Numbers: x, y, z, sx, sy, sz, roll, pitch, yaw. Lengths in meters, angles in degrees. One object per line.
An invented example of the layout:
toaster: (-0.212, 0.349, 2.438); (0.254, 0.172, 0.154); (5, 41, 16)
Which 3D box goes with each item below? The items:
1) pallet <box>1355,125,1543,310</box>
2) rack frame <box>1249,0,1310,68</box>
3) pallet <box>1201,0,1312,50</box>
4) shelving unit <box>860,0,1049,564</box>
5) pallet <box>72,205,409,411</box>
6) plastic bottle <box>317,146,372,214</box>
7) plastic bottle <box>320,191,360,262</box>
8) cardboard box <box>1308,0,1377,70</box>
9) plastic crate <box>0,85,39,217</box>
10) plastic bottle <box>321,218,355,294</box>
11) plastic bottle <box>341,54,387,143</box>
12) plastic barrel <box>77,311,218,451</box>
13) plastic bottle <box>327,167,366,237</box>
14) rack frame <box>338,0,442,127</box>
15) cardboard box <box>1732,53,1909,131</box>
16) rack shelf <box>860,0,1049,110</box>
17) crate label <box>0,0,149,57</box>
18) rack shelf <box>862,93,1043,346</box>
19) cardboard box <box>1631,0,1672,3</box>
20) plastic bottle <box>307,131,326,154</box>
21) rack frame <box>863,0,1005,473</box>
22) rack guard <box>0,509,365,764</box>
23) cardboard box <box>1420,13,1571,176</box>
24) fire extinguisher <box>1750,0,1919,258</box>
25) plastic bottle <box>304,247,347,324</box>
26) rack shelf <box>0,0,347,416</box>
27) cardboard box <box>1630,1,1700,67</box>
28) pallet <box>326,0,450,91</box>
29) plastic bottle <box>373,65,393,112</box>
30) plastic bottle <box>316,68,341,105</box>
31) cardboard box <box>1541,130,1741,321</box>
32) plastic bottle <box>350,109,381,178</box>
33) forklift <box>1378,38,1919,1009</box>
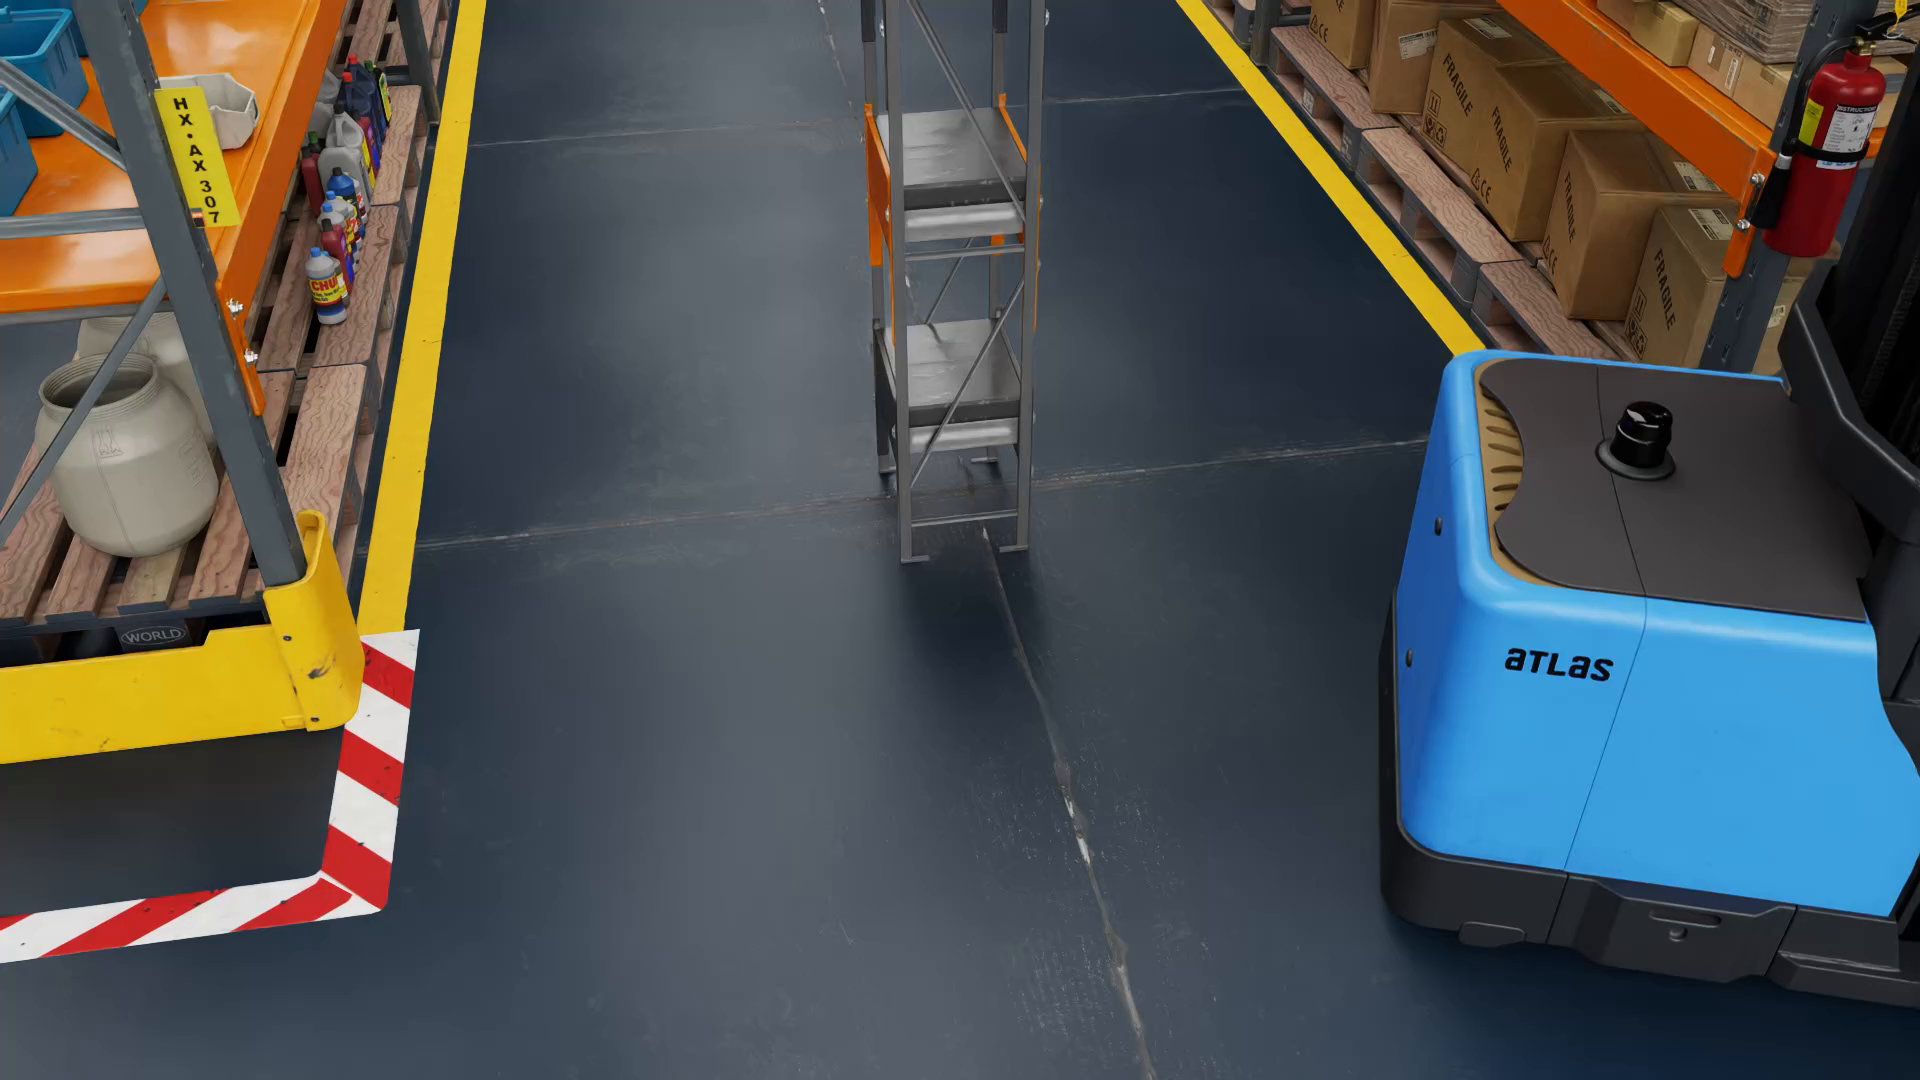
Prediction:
pallet: (2.327, -1.380, 6.854); (1.003, 0.211, 1.213); (-6, 38, -8)
rack frame: (1.958, -3.621, 7.466); (1.000, 3.000, 0.127); (-6, 38, -8)
pallet: (1.820, -2.990, 8.927); (1.003, 0.211, 1.213); (-6, 38, -8)
shelving unit: (-0.029, -0.929, 4.735); (0.431, 2.100, 0.503); (-6, 38, -8)
pallet: (-2.625, -0.839, 6.158); (1.003, 0.211, 1.213); (-6, 38, -8)
plastic bottle: (-2.407, -1.419, 6.493); (0.152, 0.276, 0.135); (-6, 38, -7)
plastic bottle: (-2.306, -1.165, 6.170); (0.097, 0.271, 0.097); (0, 38, 0)
cardboard box: (1.988, -2.554, 7.788); (0.500, 0.500, 0.500); (-7, 38, -9)
plastic crate: (-2.600, -0.884, 4.064); (0.499, 0.251, 0.616); (-6, 38, -8)
plastic bottle: (-2.250, -1.041, 6.000); (0.061, 0.283, 0.133); (-6, 38, -7)
plastic bottle: (-2.522, -1.858, 6.997); (0.144, 0.351, 0.185); (-7, 38, -9)
plastic barrel: (-2.496, -0.548, 5.196); (0.421, 0.512, 0.421); (0, 38, 0)
plastic bottle: (-2.342, -1.287, 6.327); (0.097, 0.271, 0.097); (0, 38, 0)
rack frame: (-2.919, -3.089, 6.781); (1.000, 3.000, 0.127); (-6, 38, -8)
cardboard box: (2.406, -1.256, 4.626); (0.380, 0.149, 0.250); (-6, 38, -8)
rack shelf: (-0.029, -1.471, 4.313); (0.431, 0.518, 0.480); (-6, 38, -8)
crate label: (-2.806, -1.769, 5.053); (0.502, 0.435, 0.616); (-6, 38, -8)
rack shelf: (-0.029, -0.918, 4.743); (0.431, 0.518, 0.480); (-6, 38, -8)
cardboard box: (2.384, -1.986, 5.038); (0.875, 0.500, 0.500); (-6, 38, -8)
plastic bottle: (-2.528, -1.494, 6.584); (0.061, 0.283, 0.133); (-6, 38, -8)
rack frame: (-0.072, -1.077, 4.924); (0.400, 2.100, 0.015); (-6, 38, -8)
rack guard: (-2.277, 0.274, 4.490); (1.175, 0.500, 0.348); (-6, 38, -8)
cardboard box: (2.282, -1.842, 6.872); (0.500, 0.500, 0.500); (-9, 39, -12)
fire extinguisher: (2.225, -1.056, 4.227); (0.296, 0.674, 0.183); (-6, 38, -8)
plastic bottle: (-2.228, -0.897, 5.825); (0.097, 0.271, 0.097); (0, 38, 0)
rack shelf: (-2.568, -1.596, 5.446); (1.077, 0.370, 4.000); (-6, 38, -8)
cardboard box: (2.268, -1.553, 5.008); (0.380, 0.149, 0.250); (-6, 38, -8)
pallet: (-3.095, -2.457, 8.241); (1.003, 0.211, 1.213); (-6, 38, -8)
plastic bottle: (-2.548, -1.972, 7.265); (0.097, 0.201, 0.097); (0, 38, 0)
plastic bottle: (-2.664, -1.843, 6.977); (0.144, 0.351, 0.185); (-6, 38, -8)
cardboard box: (2.427, -1.120, 5.942); (0.500, 0.500, 0.500); (3, 38, 4)
plastic bottle: (-2.419, -1.622, 6.748); (0.061, 0.283, 0.133); (-4, 38, -5)
forklift: (2.590, -0.334, 3.291); (3.031, 2.935, 1.130); (7, 38, 9)
